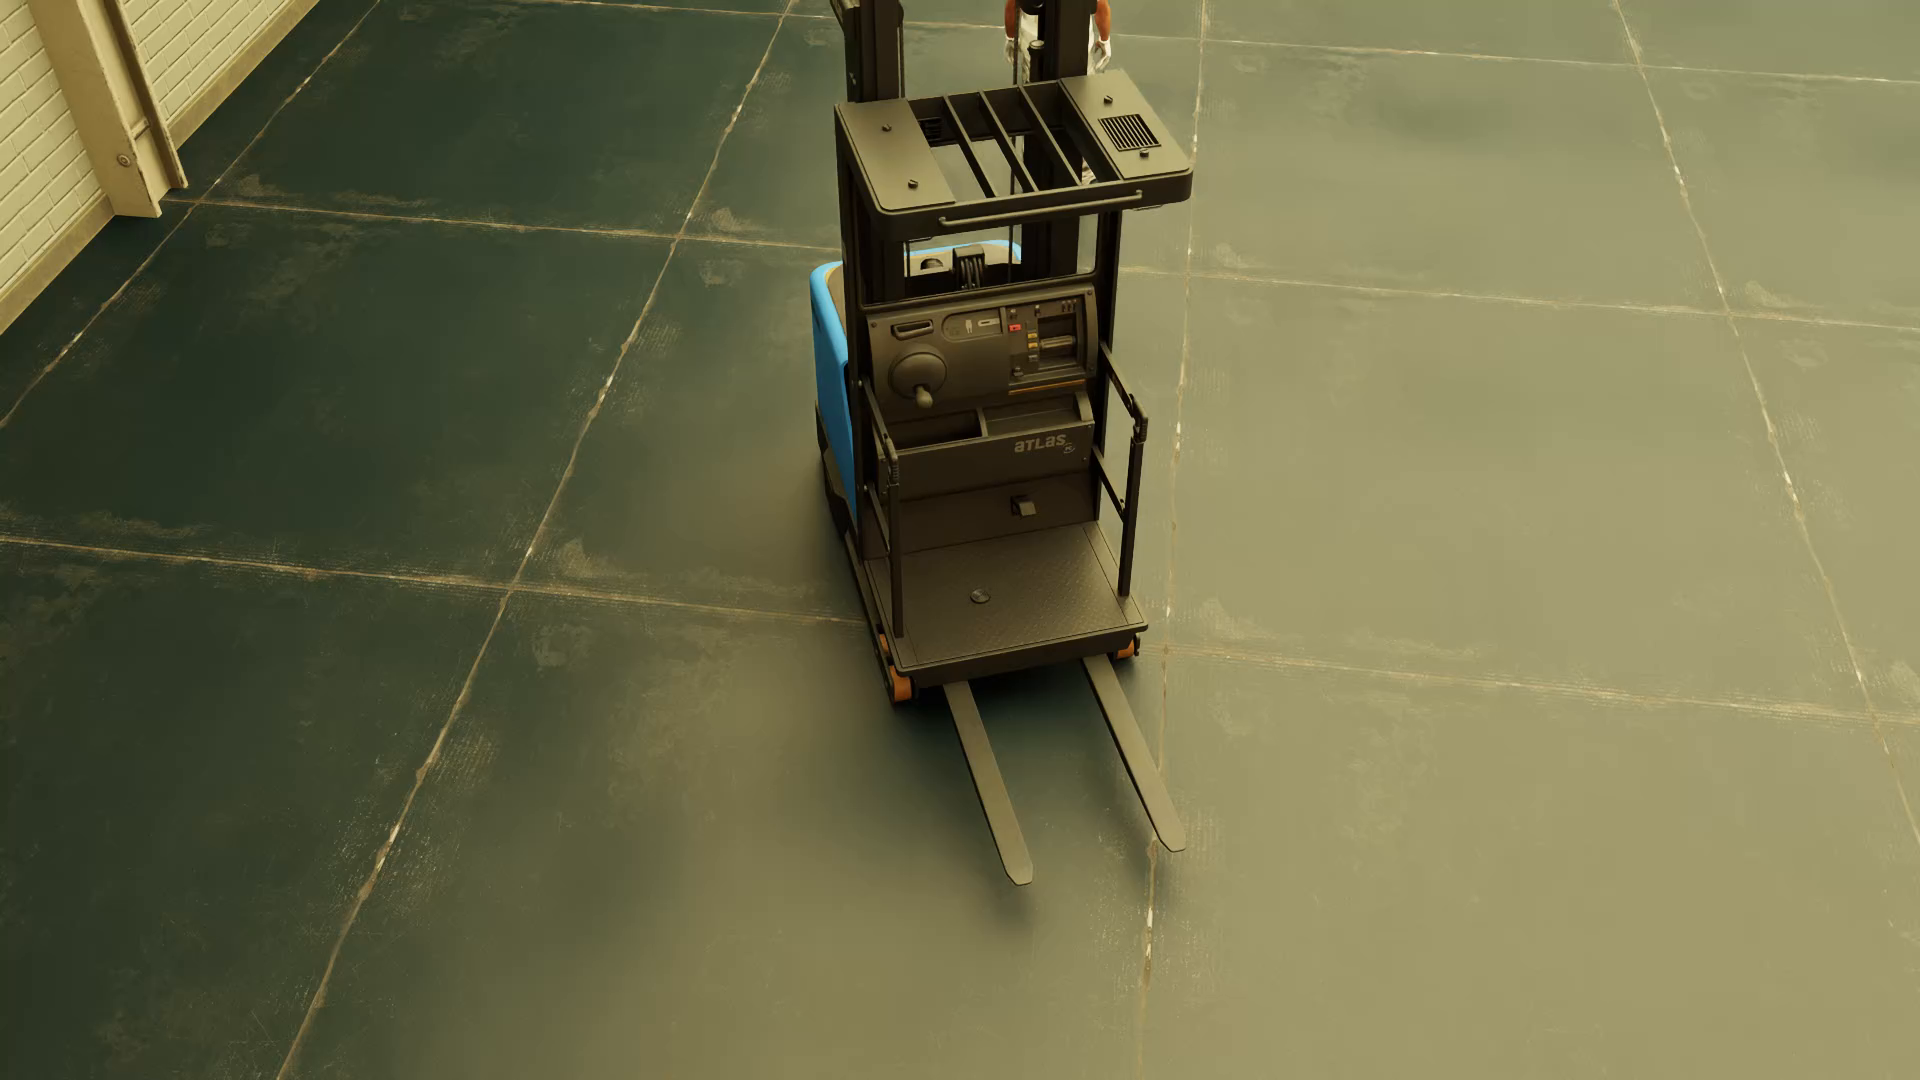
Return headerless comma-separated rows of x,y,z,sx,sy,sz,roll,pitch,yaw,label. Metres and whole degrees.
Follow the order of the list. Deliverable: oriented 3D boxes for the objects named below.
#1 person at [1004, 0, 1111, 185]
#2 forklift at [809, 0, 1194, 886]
0.571,-2.909,9.748,0.629,1.775,0.444,6,43,6,person
0.153,-0.681,6.465,1.130,2.935,3.031,-10,44,-11,forklift
